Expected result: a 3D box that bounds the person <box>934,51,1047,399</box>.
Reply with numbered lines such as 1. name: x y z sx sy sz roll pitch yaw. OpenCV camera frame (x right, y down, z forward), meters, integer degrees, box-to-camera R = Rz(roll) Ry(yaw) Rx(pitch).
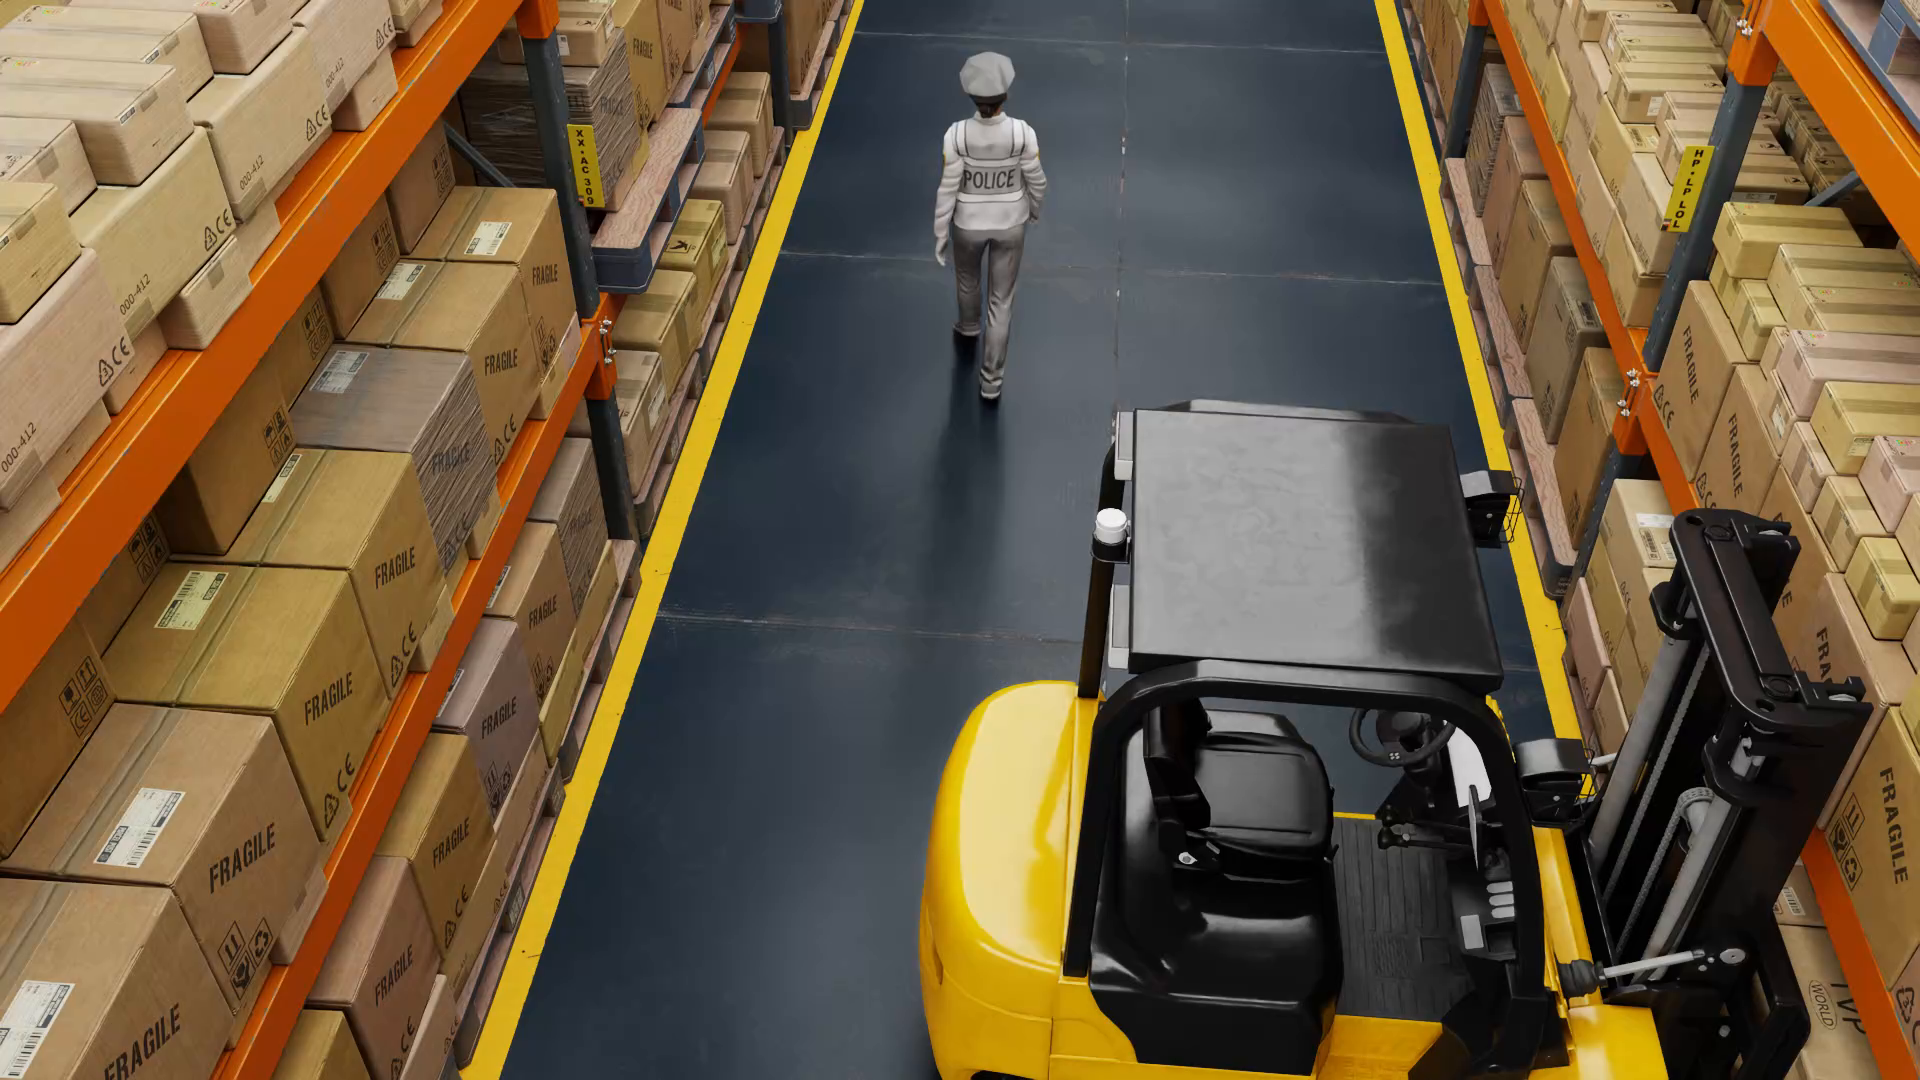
1. person: 0.147 -1.546 7.958 0.525 1.695 0.810 2 40 2
